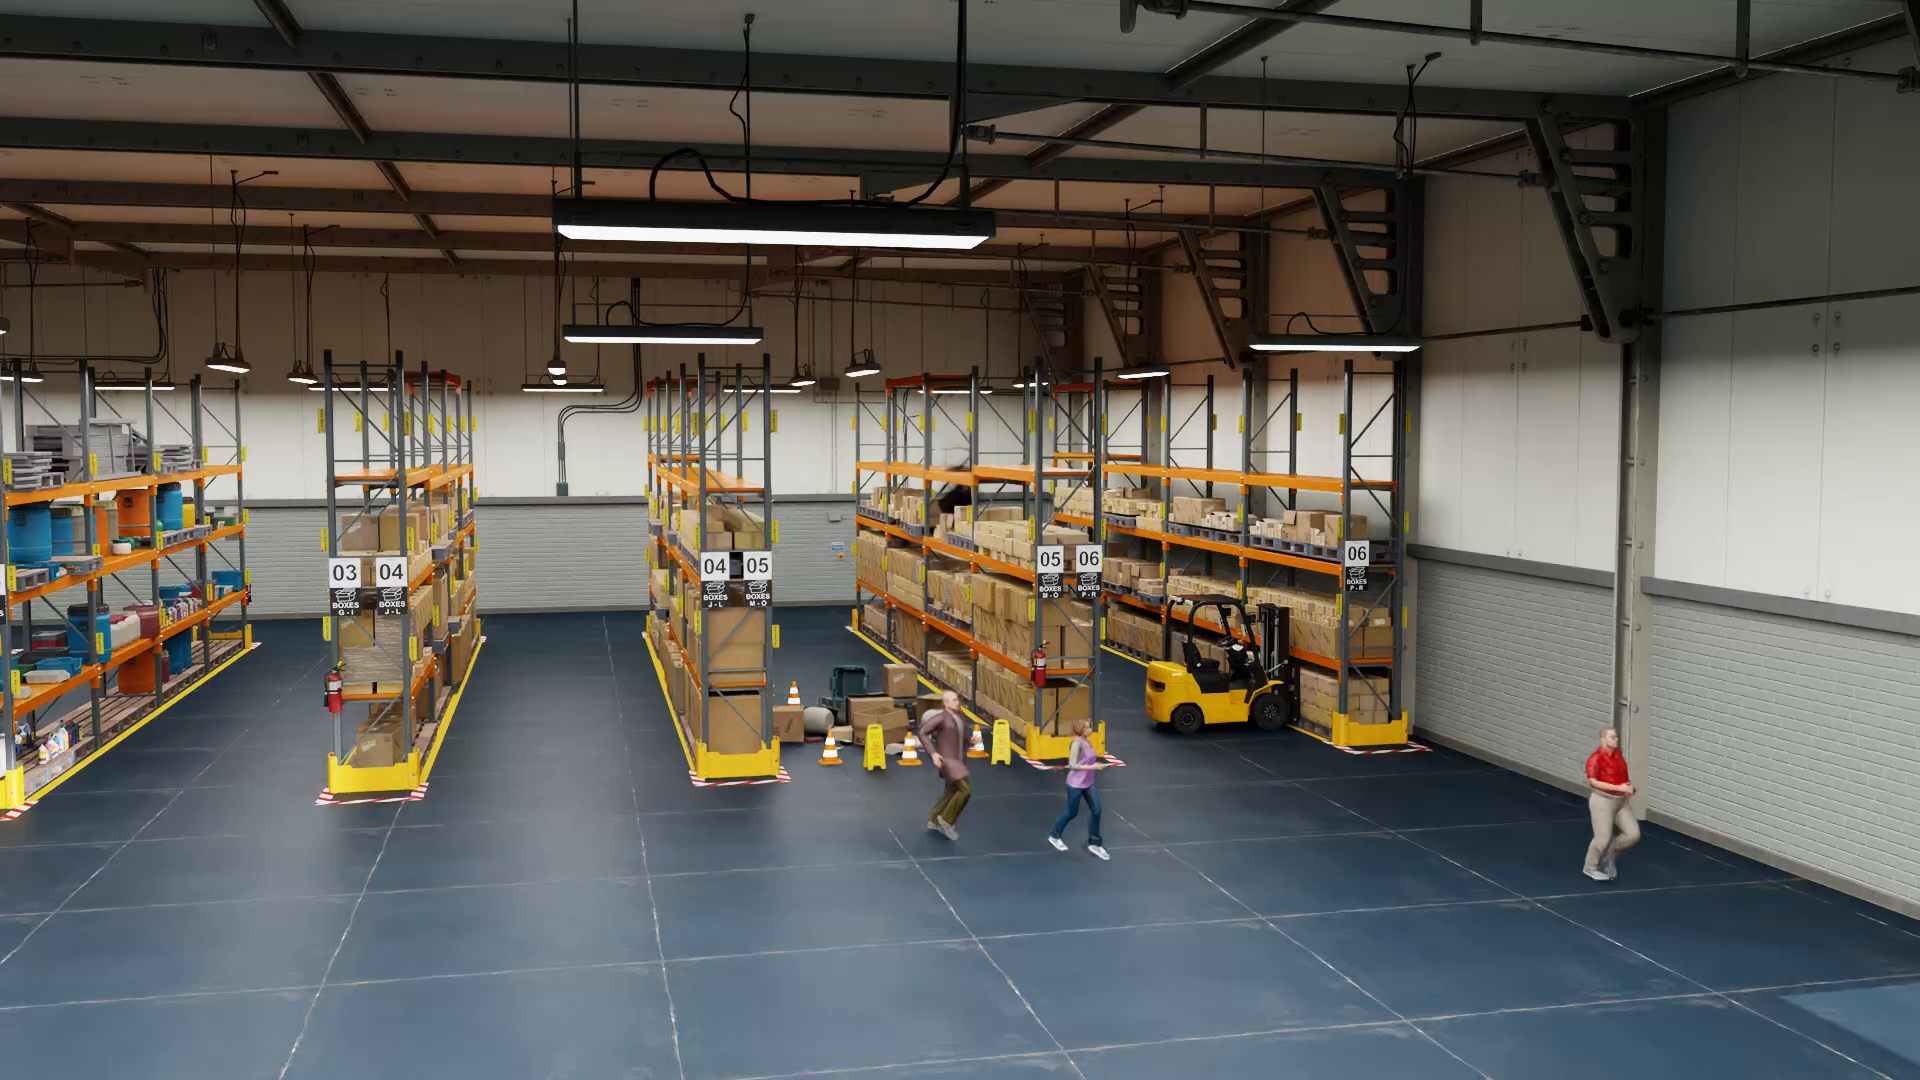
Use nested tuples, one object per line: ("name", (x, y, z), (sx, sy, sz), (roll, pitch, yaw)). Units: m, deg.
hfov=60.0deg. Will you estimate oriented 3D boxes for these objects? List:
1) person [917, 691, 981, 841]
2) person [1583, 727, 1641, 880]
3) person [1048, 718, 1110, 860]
("person", (-0.087, 2.722, 20.098), (0.765, 1.794, 0.675), (2, 4, 27))
("person", (7.114, 2.888, 18.114), (0.646, 1.685, 0.648), (-2, 5, -29))
("person", (1.357, 2.855, 19.208), (0.753, 1.630, 0.528), (3, 5, 35))
